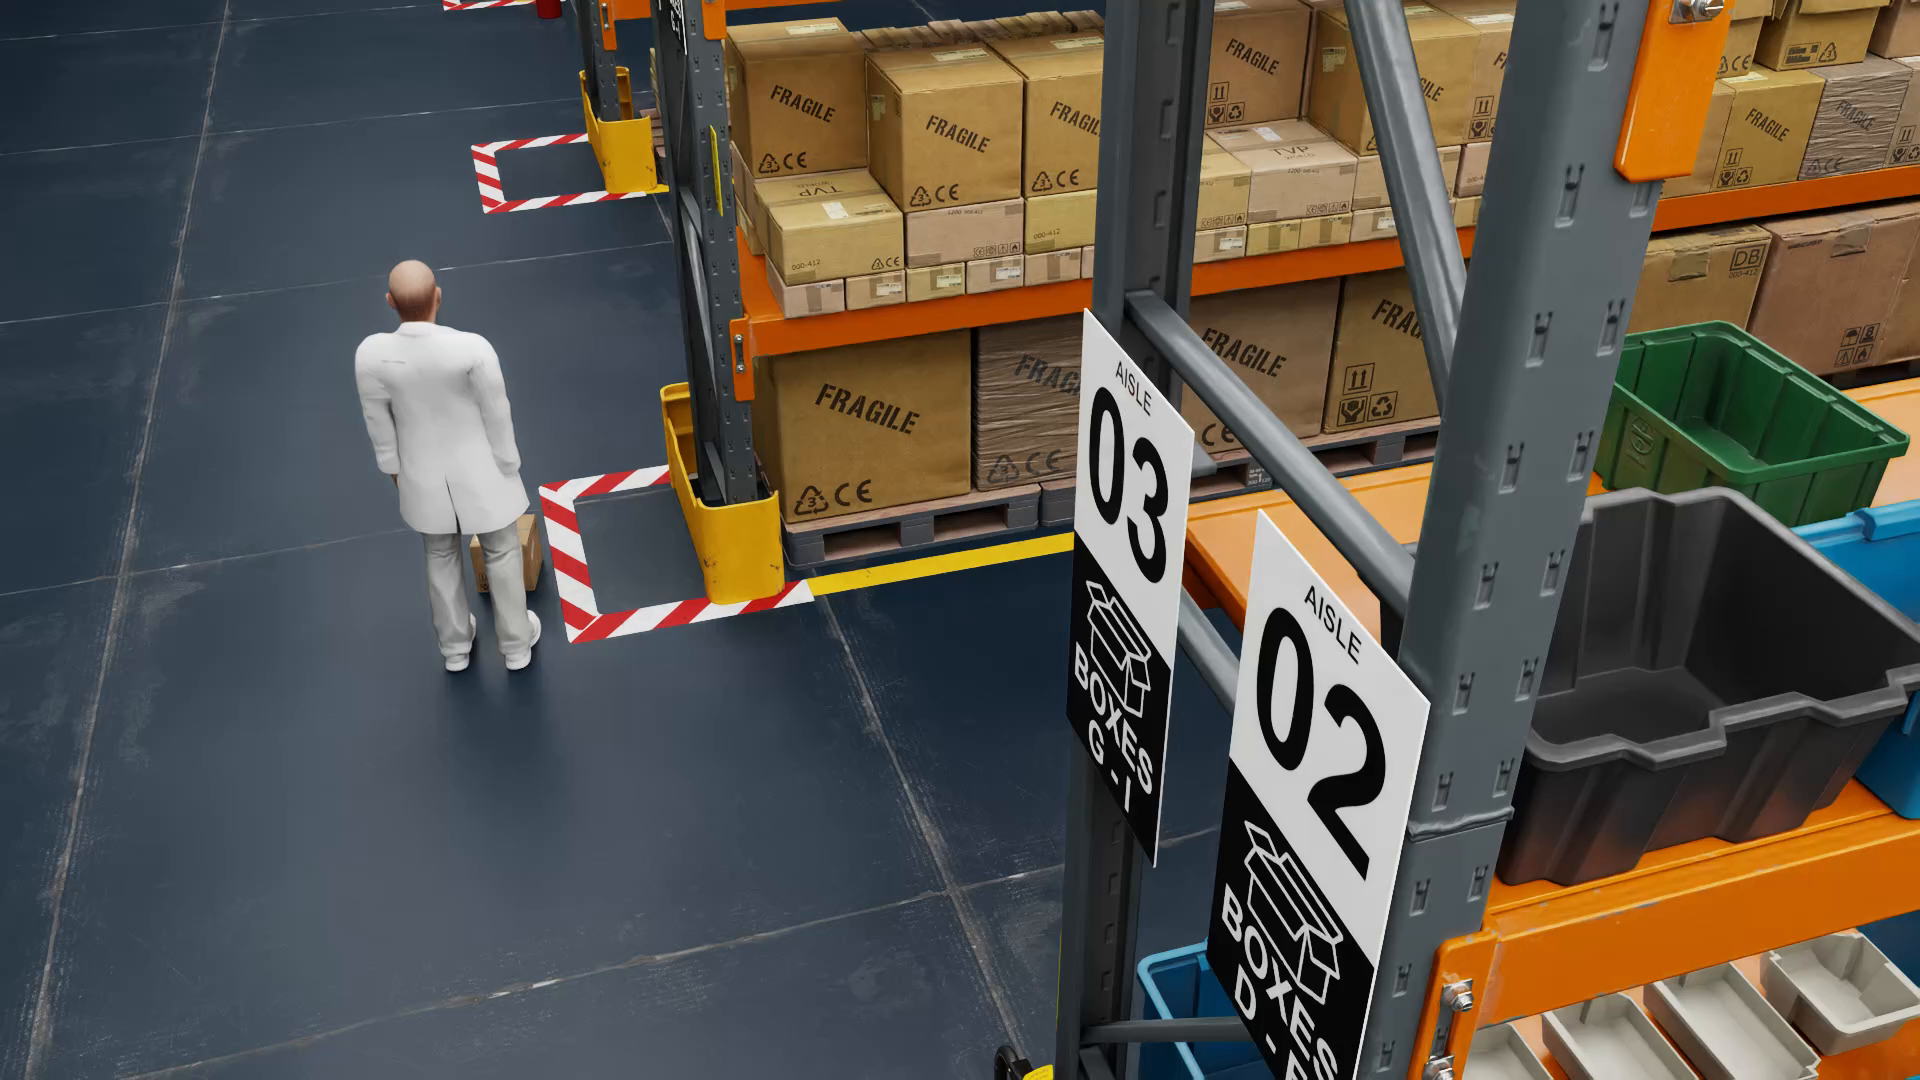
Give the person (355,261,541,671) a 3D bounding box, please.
[{"bbox_3d":[-2.018,-0.284,6.591,0.562,1.774,0.379,-1,33,-2],"label":"person"}]
